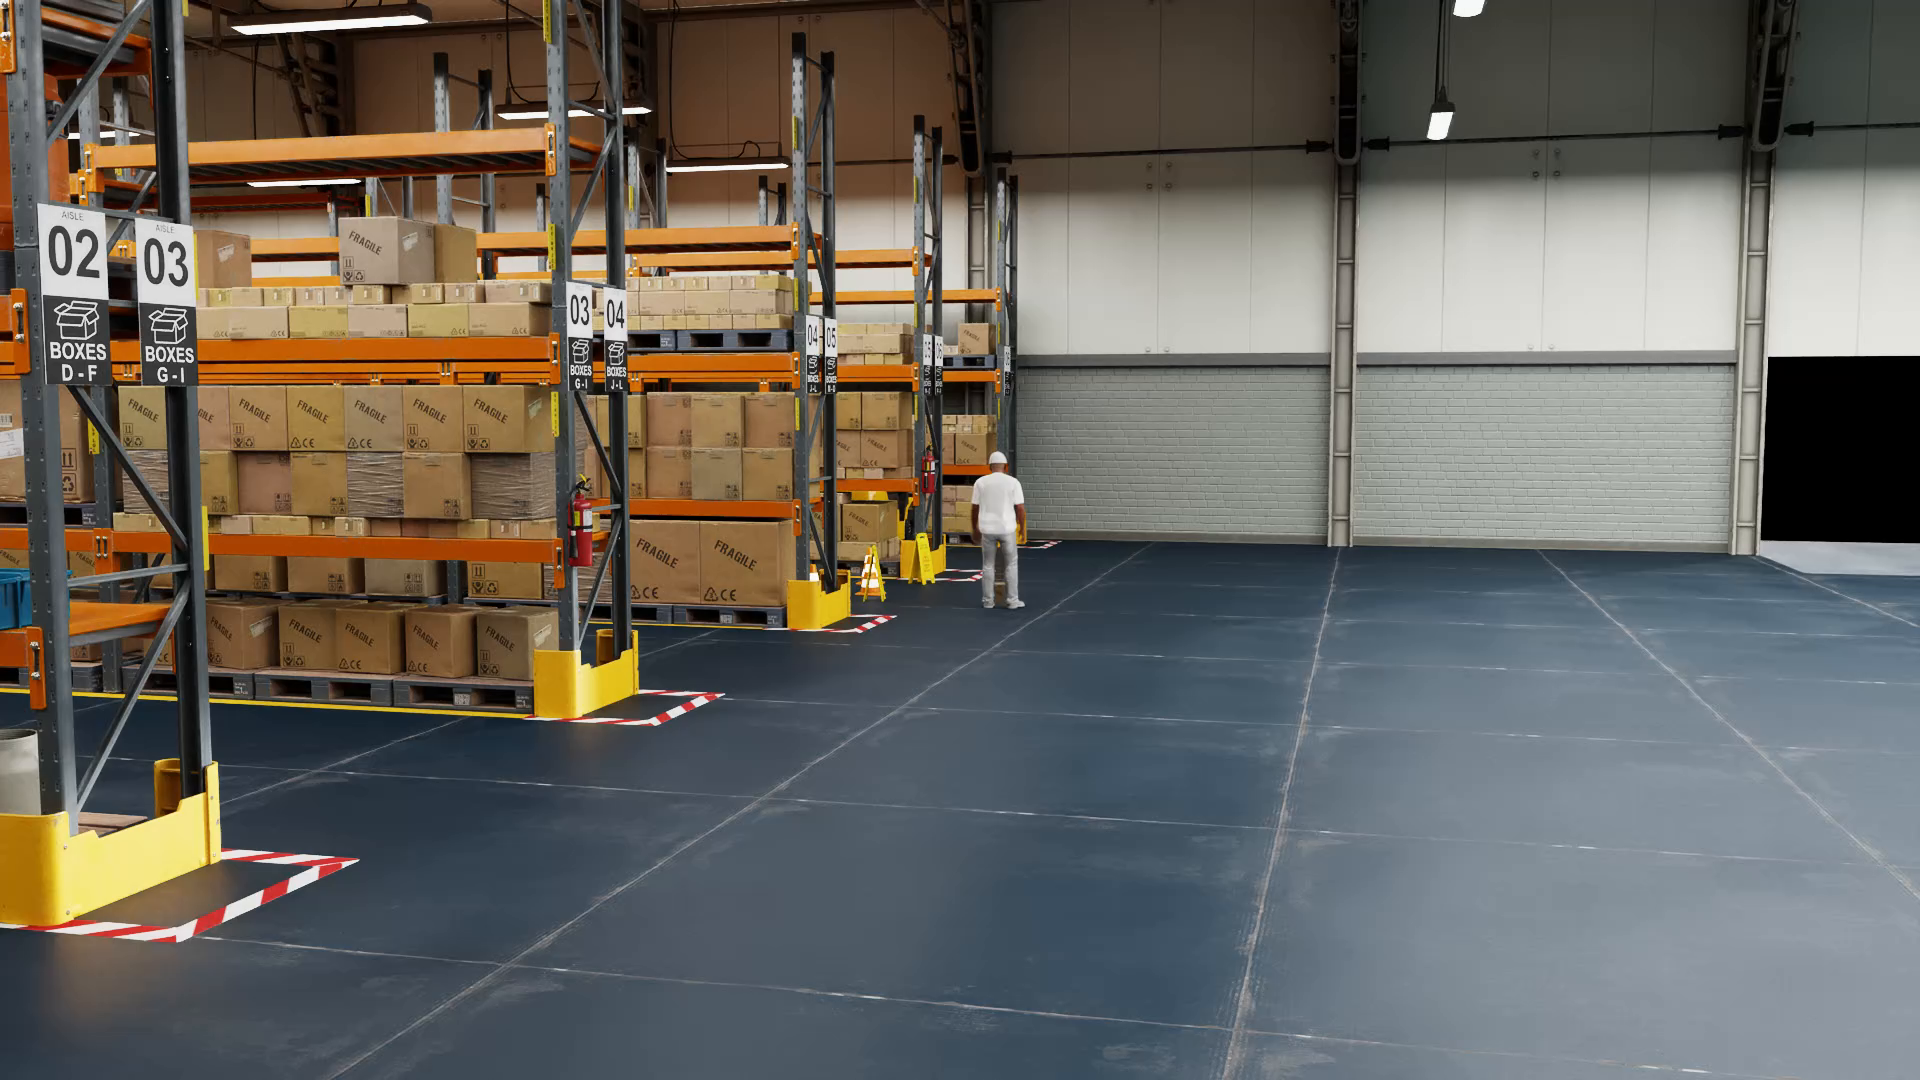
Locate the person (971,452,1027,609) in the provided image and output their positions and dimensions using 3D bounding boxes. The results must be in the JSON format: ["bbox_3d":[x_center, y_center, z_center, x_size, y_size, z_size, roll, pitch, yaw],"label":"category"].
[{"bbox_3d":[0.441,-0.112,18.754,0.626,1.761,0.455,1,5,14],"label":"person"}]
